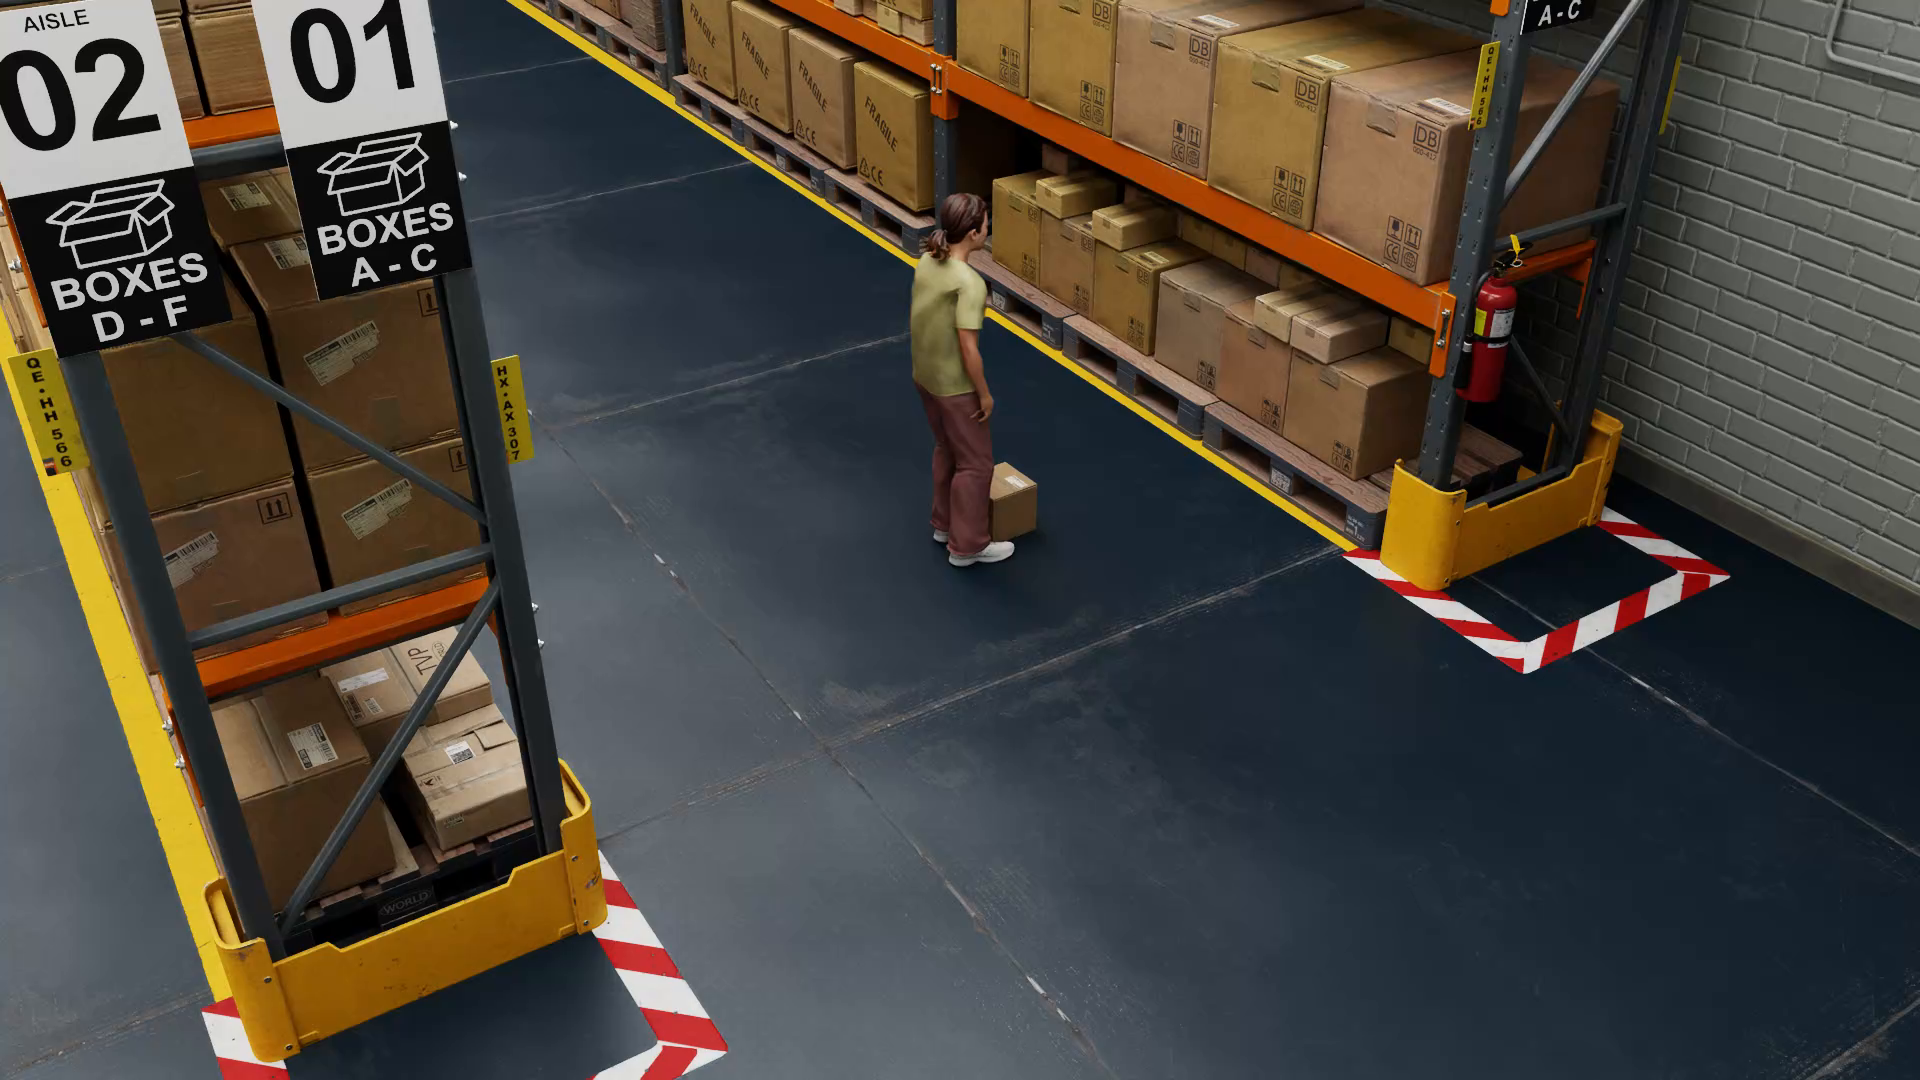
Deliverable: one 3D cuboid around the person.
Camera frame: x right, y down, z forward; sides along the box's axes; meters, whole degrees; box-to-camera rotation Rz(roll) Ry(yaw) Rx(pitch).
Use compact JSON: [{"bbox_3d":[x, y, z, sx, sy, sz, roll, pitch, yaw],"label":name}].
[{"bbox_3d":[0.004,-0.696,7.222,0.405,1.673,0.499,-19,37,-27],"label":"person"}]
